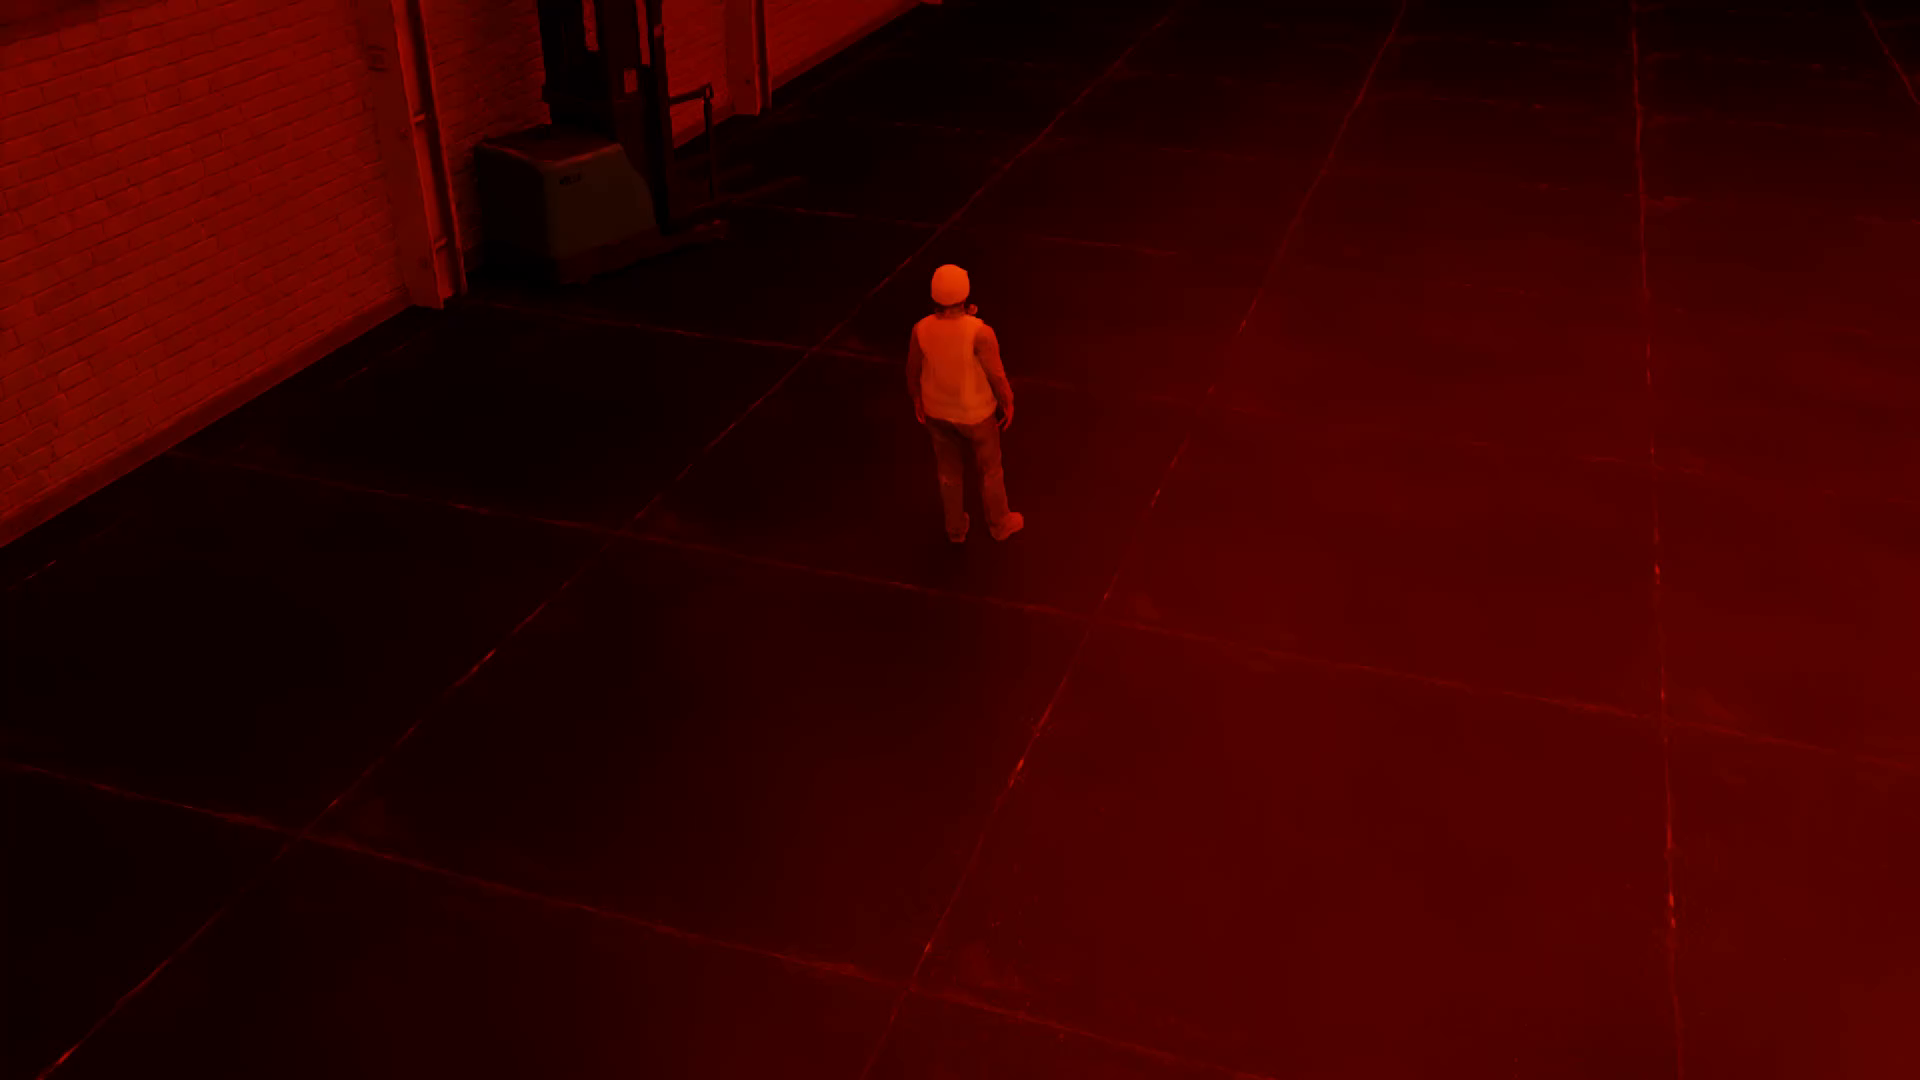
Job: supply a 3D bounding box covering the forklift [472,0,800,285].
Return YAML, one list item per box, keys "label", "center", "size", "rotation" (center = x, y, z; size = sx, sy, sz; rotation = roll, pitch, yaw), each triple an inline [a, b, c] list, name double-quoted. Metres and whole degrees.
- label: "forklift"
  center: [-2.712, -4.020, 14.188]
  size: [1.130, 2.935, 3.031]
  rotation: [22, 36, 33]

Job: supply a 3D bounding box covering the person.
- label: "person"
  center: [0.028, -0.805, 9.702]
  size: [0.632, 1.773, 0.567]
  rotation: [10, 31, 16]
